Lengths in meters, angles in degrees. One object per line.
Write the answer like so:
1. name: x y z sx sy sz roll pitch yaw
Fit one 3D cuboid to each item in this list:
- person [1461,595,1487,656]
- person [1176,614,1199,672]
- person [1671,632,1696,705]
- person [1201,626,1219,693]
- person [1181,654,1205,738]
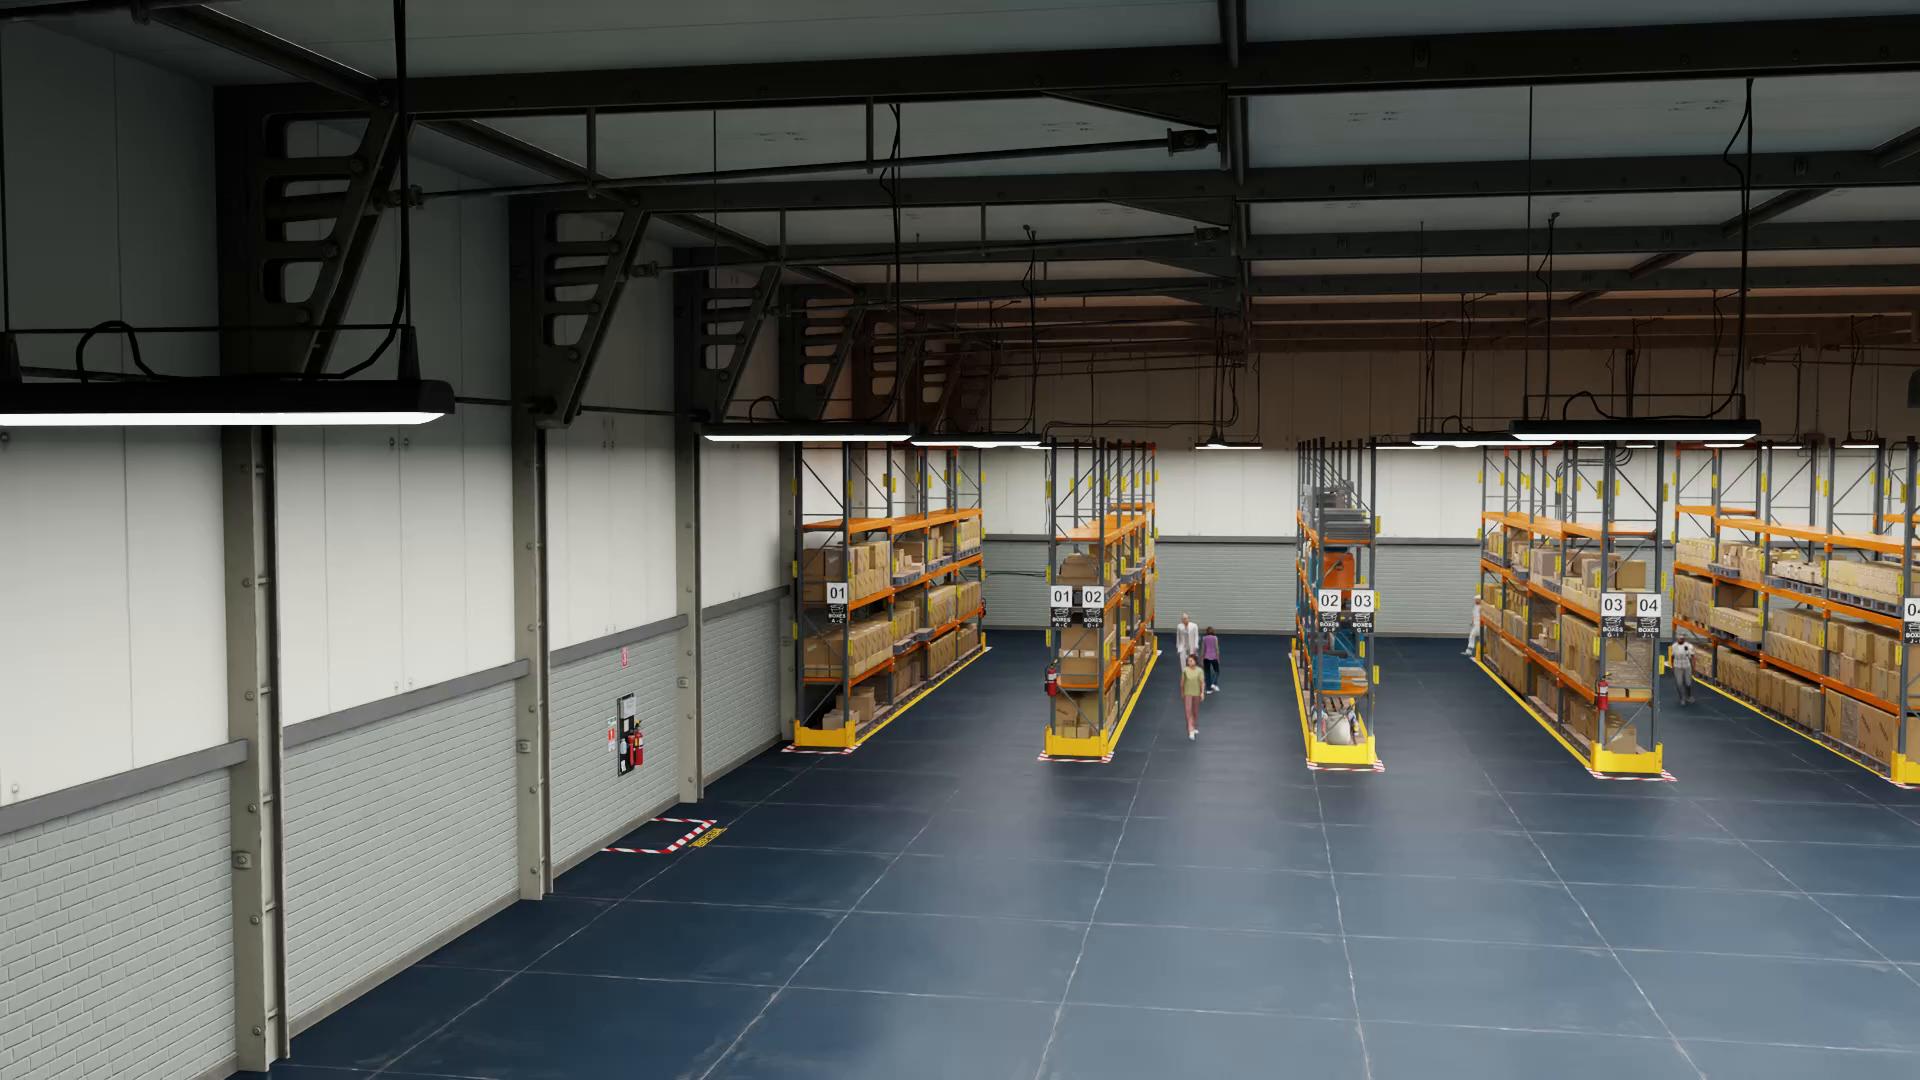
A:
1. person: 14.569 2.381 46.582 1.086 1.746 0.550 0 3 4
2. person: 5.711 2.680 41.805 0.574 1.661 1.124 1 3 14
3. person: 16.432 2.906 37.783 0.522 1.654 0.489 2 3 30
4. person: 5.927 2.837 39.399 0.458 1.591 0.422 1 3 17
5. person: 4.686 3.117 33.378 0.465 1.627 0.927 0 3 3
